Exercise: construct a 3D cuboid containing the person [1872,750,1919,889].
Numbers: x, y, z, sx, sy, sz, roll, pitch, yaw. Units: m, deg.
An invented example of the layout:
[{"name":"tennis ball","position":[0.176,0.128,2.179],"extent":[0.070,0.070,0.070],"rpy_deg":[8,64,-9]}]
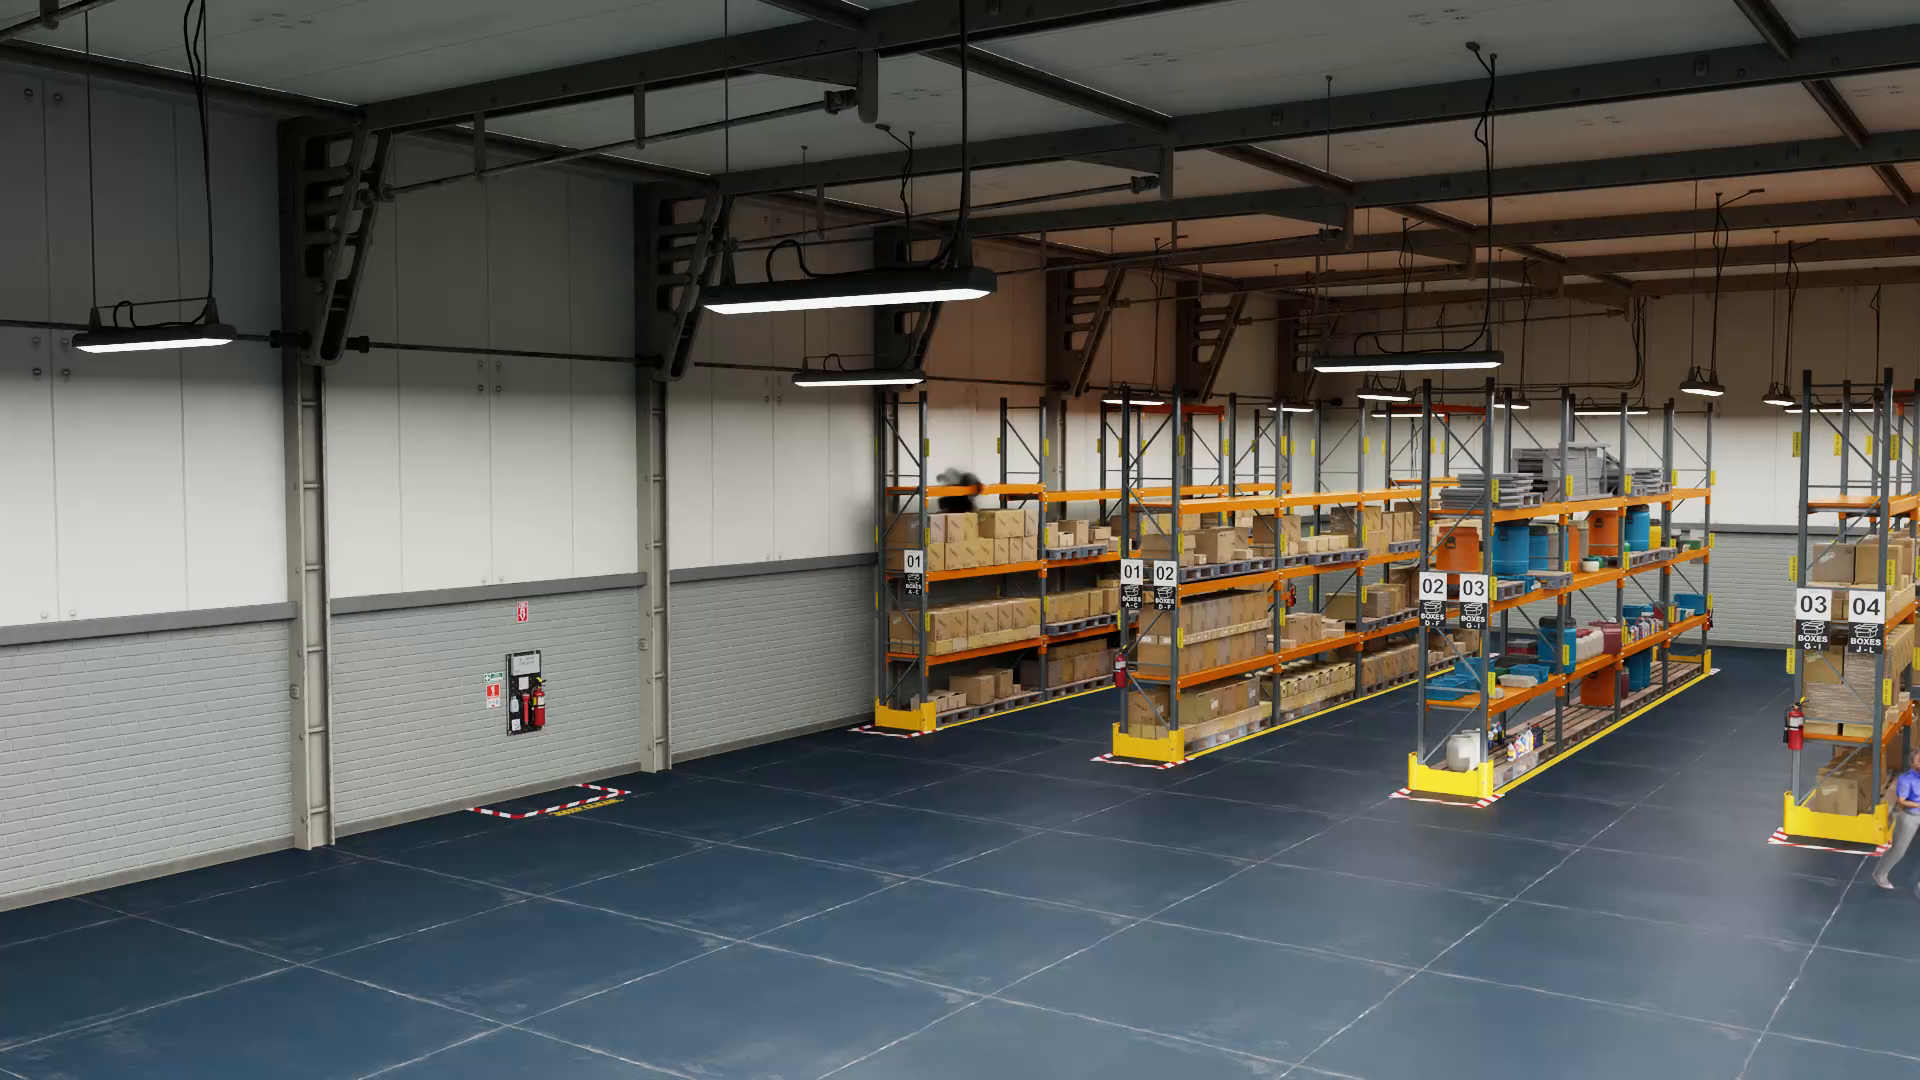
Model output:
[{"name":"person","position":[10.597,3.158,18.457],"extent":[0.586,1.693,0.880],"rpy_deg":[0,3,-9]}]
